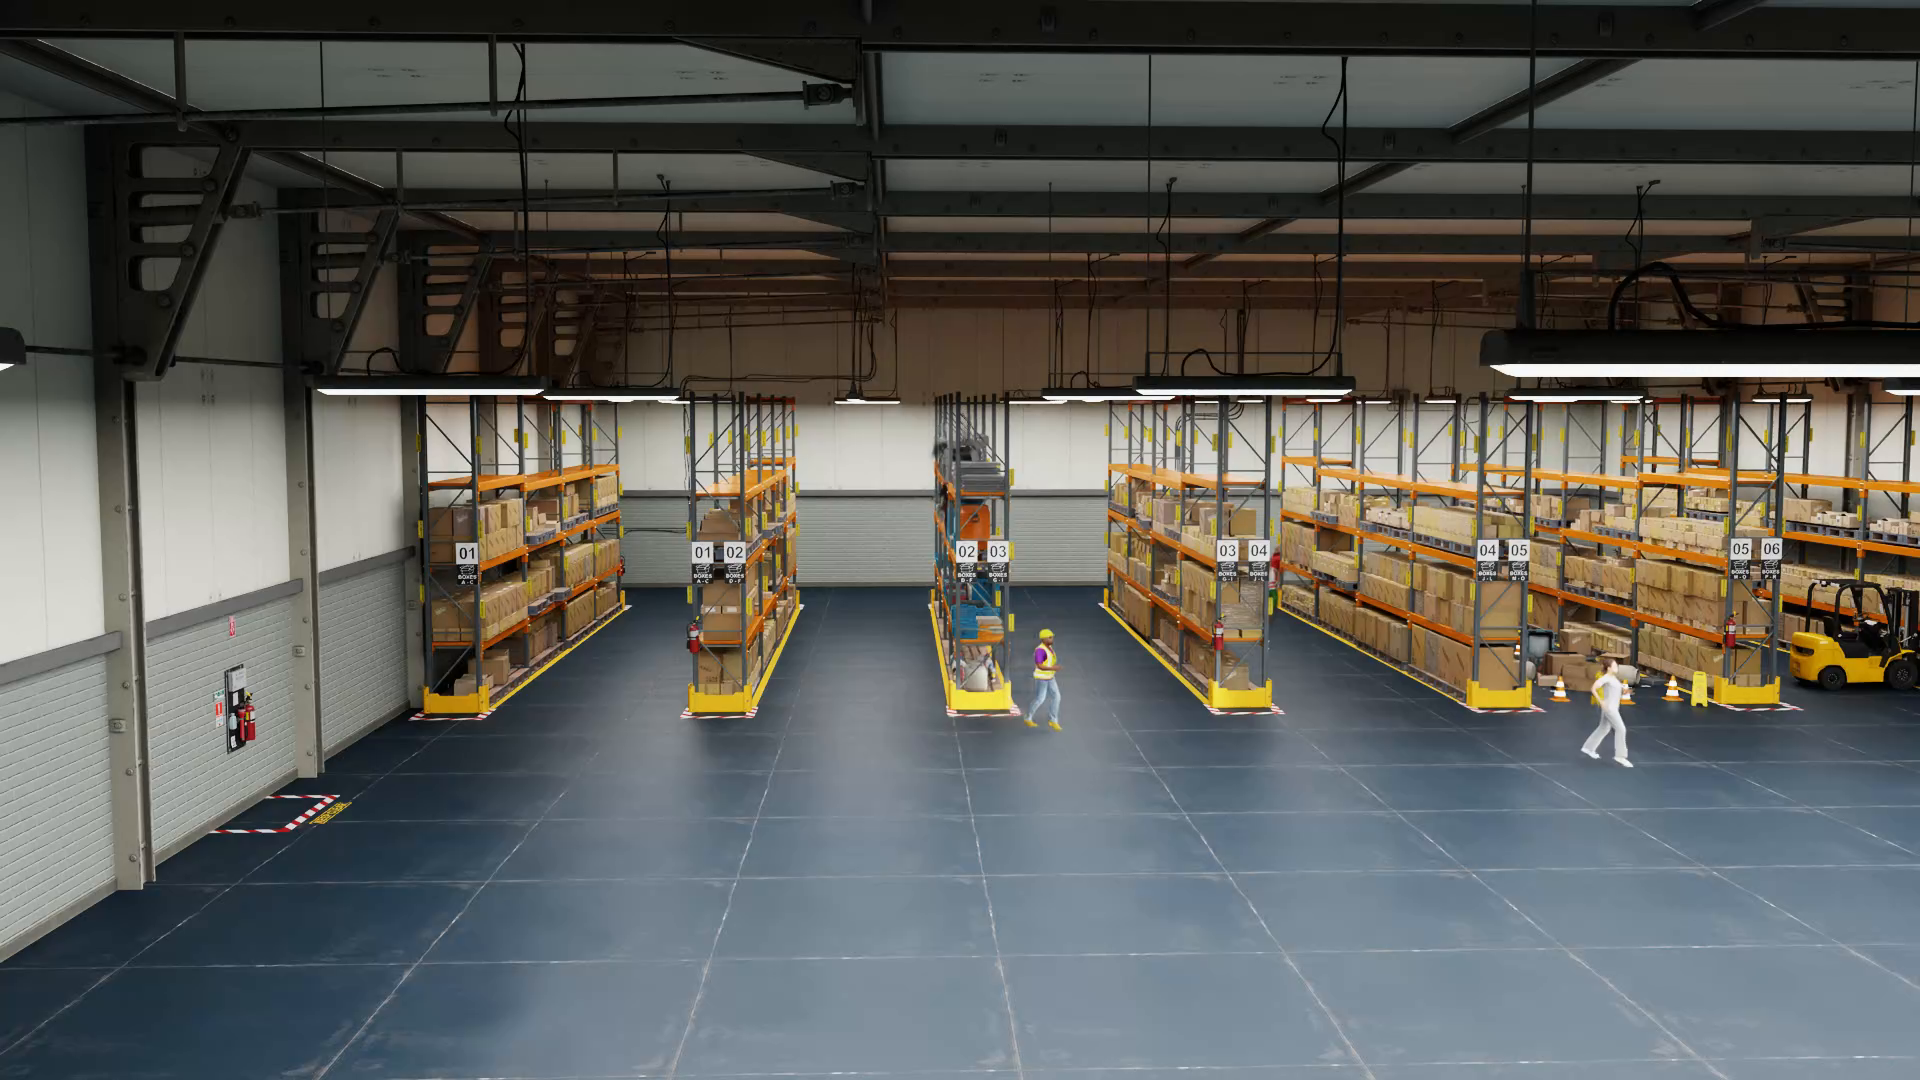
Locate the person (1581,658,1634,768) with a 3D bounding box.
[{"bbox_3d":[10.379,2.744,26.617,0.830,1.715,0.541,3,5,31],"label":"person"}]

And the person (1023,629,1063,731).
[{"bbox_3d":[1.499,2.492,29.440,0.775,1.838,0.717,2,5,28],"label":"person"}]

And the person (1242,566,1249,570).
[{"bbox_3d":[7.958,1.155,45.804,0.725,1.774,1.059,0,5,-2],"label":"person"}]

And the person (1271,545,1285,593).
[{"bbox_3d":[9.222,0.963,49.133,0.935,1.653,0.845,1,5,14],"label":"person"}]

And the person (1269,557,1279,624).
[{"bbox_3d":[8.167,1.321,43.895,0.638,1.780,0.647,0,5,-4],"label":"person"}]
